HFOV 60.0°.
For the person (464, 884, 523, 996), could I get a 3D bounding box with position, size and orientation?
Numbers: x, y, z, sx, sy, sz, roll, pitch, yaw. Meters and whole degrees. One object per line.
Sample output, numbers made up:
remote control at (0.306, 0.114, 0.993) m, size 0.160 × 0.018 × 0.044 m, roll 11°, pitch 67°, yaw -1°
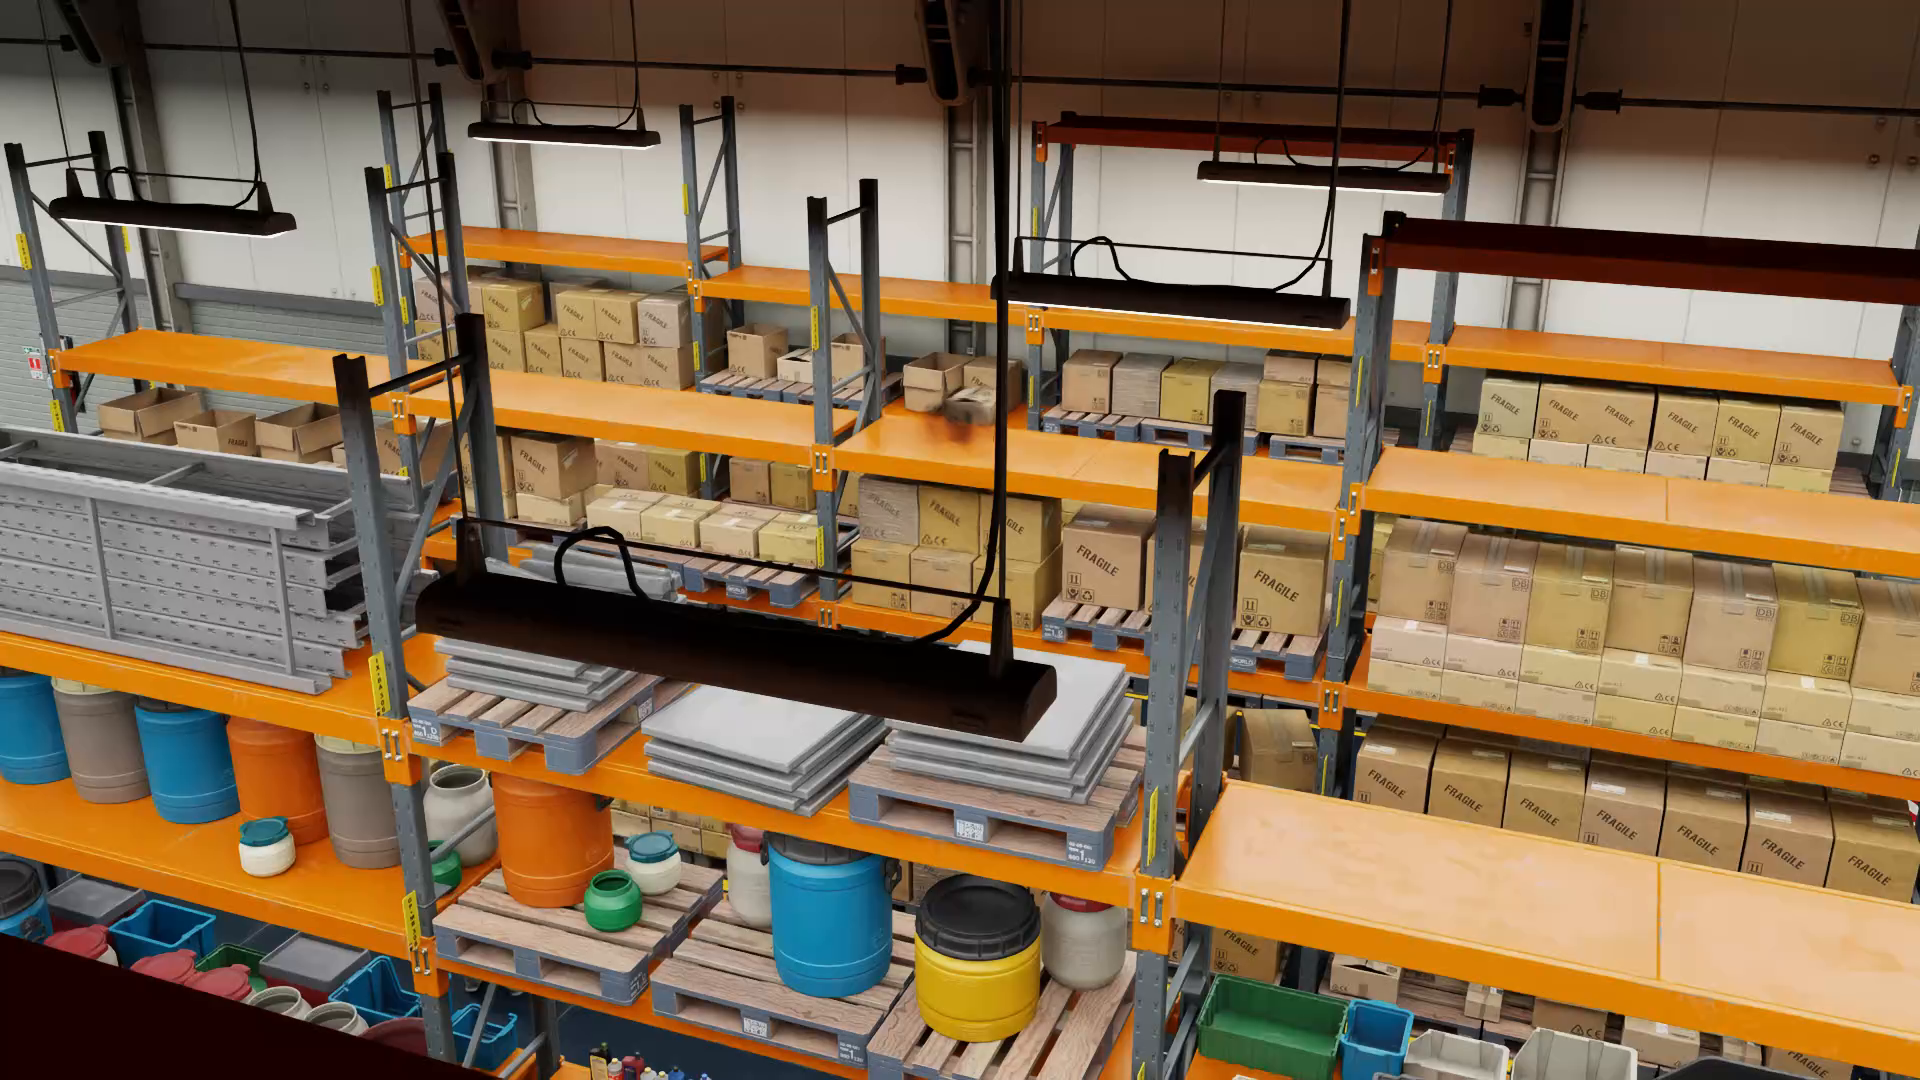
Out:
person at (-3.627, 2.757, 12.829) m, size 0.563 × 1.673 × 0.403 m, roll 0°, pitch 21°, yaw 0°
